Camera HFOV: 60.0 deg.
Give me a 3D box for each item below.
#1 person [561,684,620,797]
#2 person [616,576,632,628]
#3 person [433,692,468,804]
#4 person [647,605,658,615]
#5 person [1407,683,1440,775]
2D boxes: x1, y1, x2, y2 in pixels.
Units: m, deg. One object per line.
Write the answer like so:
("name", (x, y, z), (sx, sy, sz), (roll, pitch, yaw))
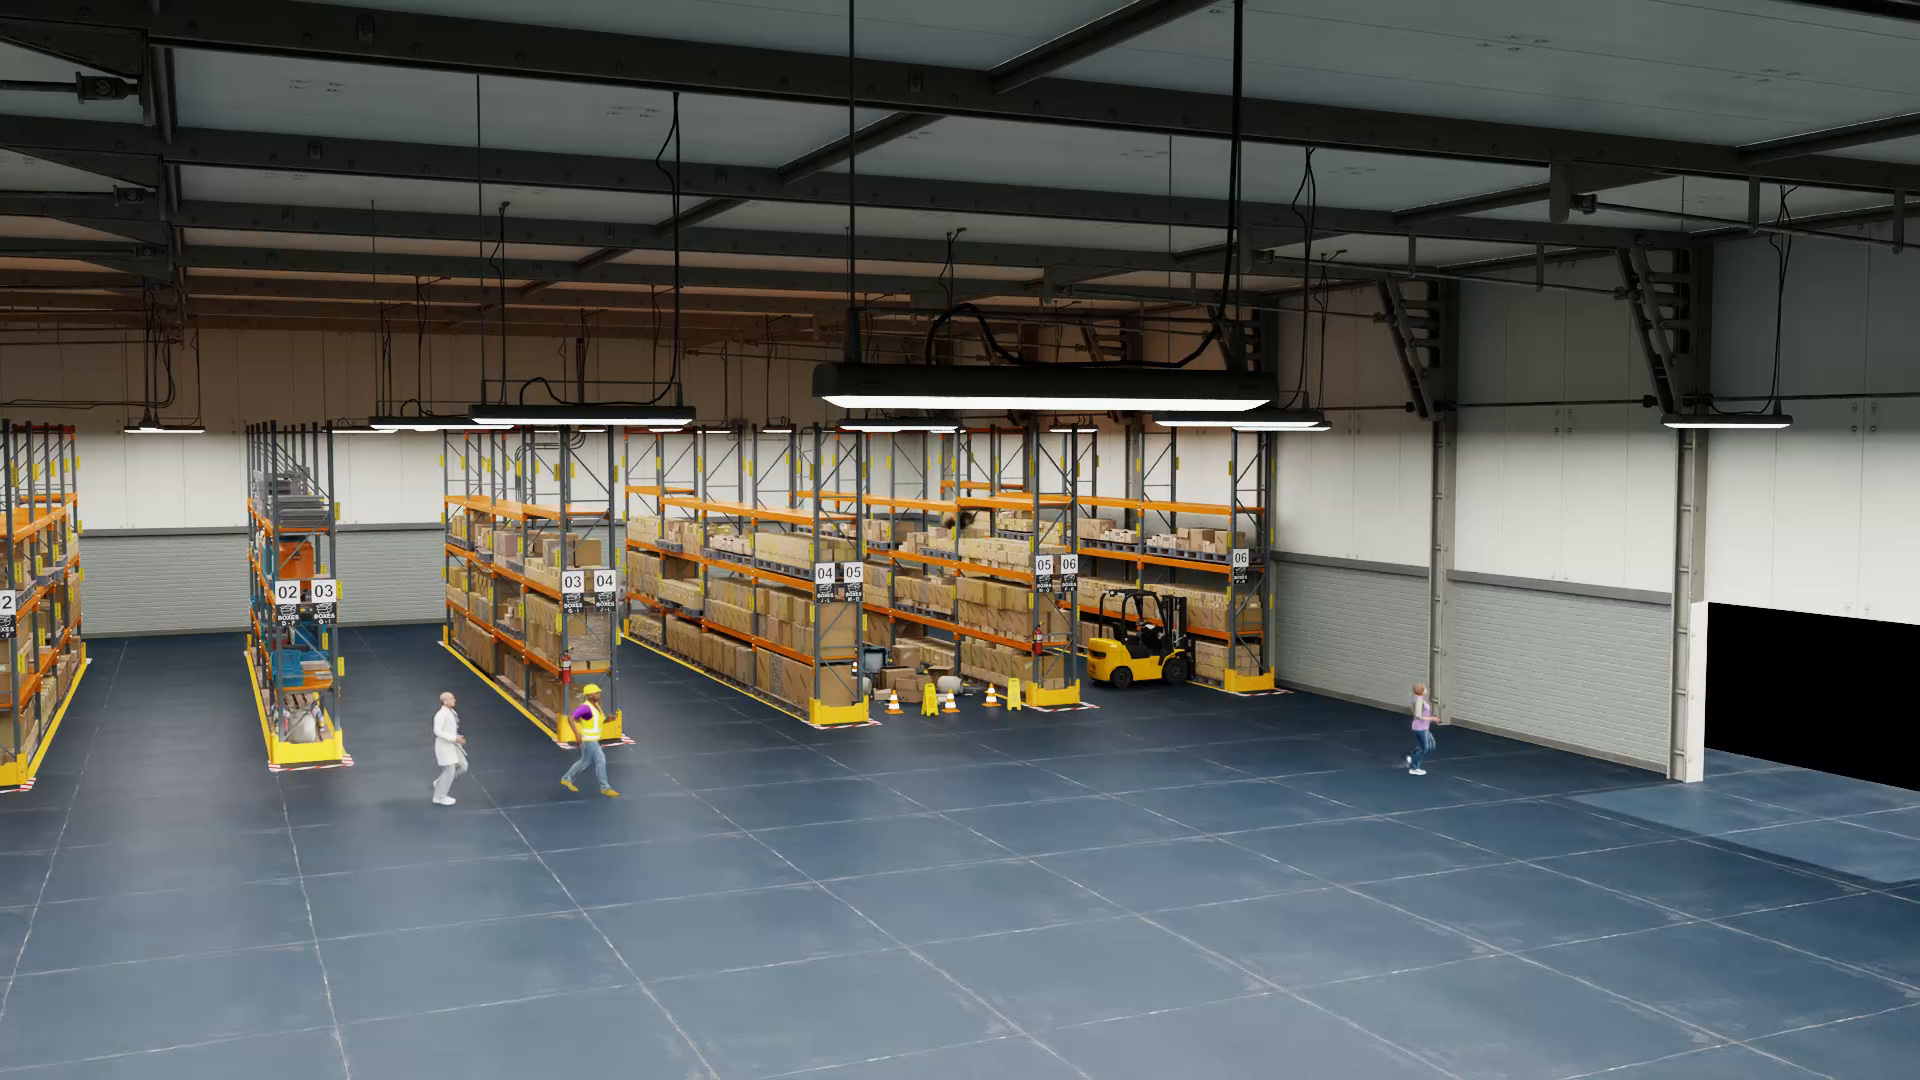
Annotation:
("person", (-5.859, 3.163, 26.304), (0.963, 1.775, 0.689), (0, 4, -1))
("person", (-9.782, 1.886, 48.484), (0.786, 1.686, 0.613), (-3, 5, -38))
("person", (-7.936, 3.232, 25.857), (0.618, 1.744, 0.716), (0, 4, 2))
("person", (-9.004, 1.806, 49.397), (0.897, 1.682, 0.582), (-1, 4, -20))
("person", (7.824, 3.193, 28.059), (0.536, 1.536, 0.526), (1, 4, 18))
